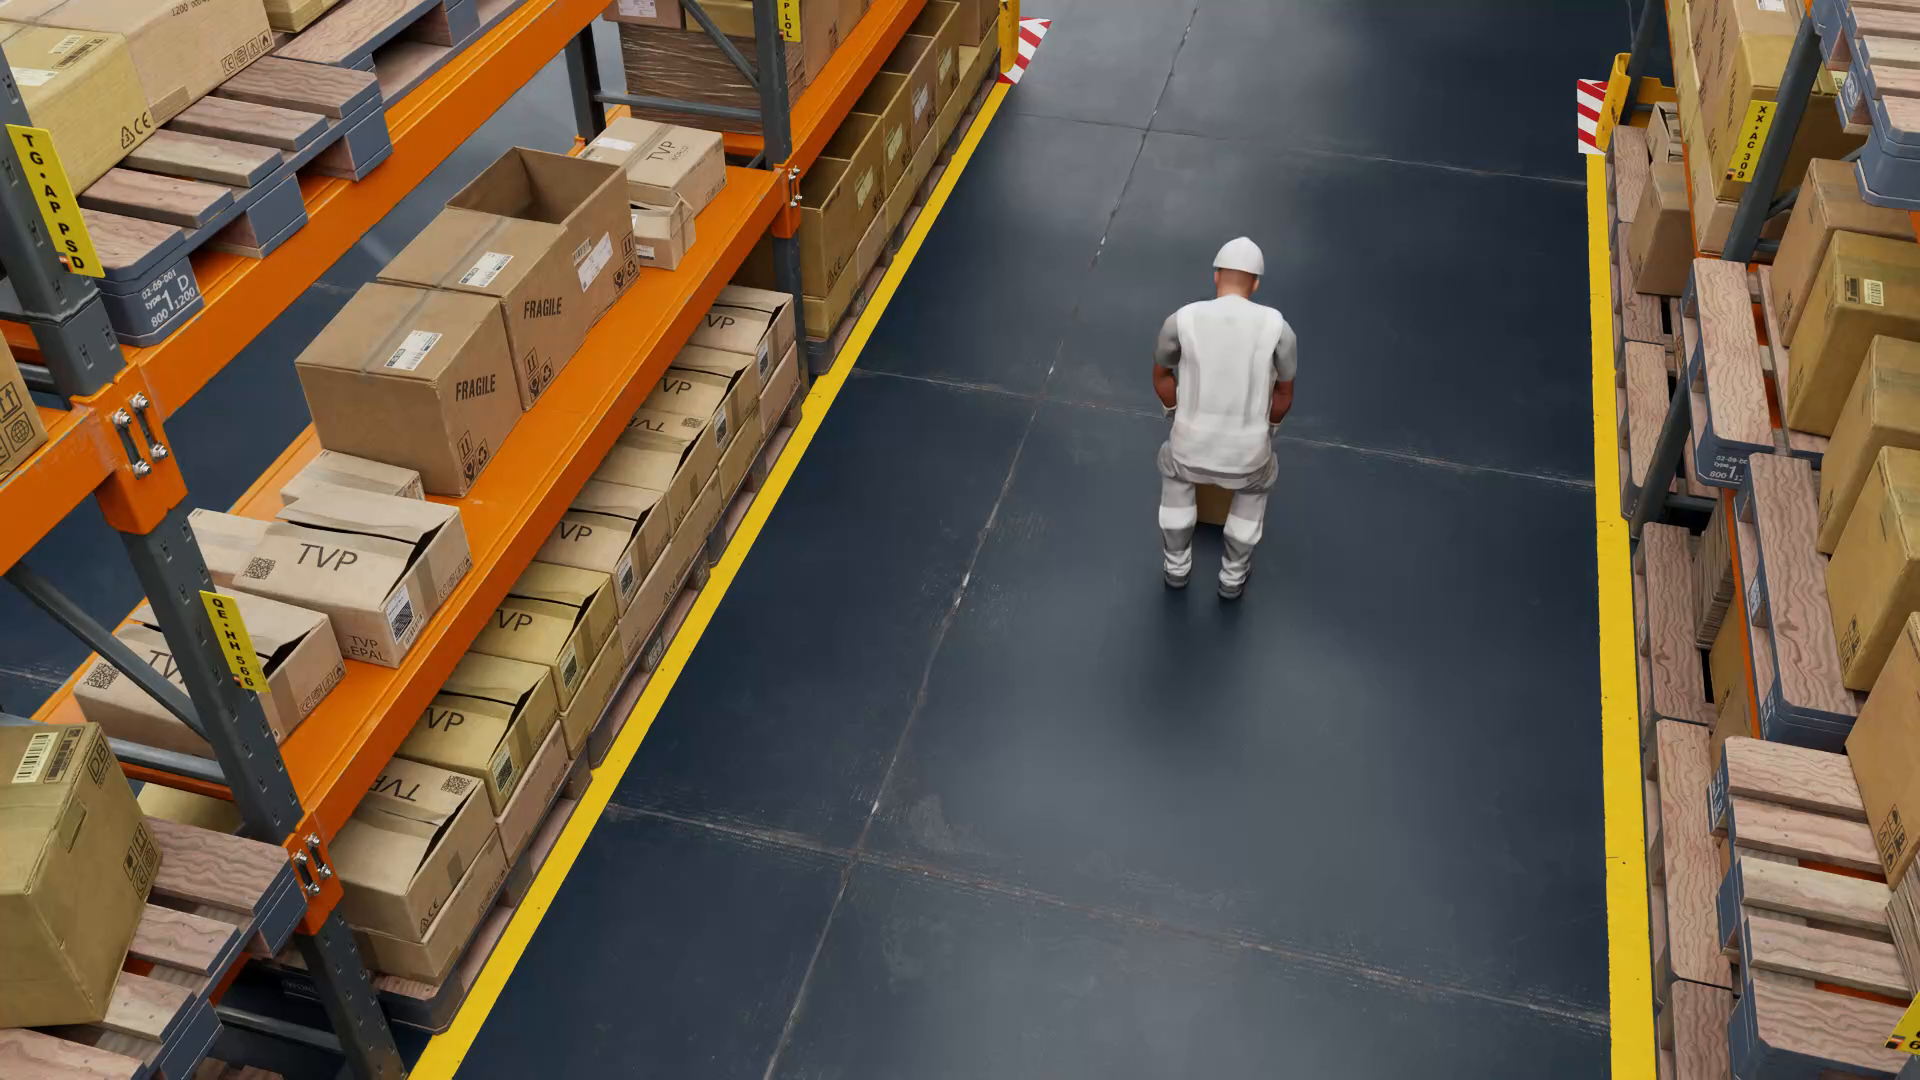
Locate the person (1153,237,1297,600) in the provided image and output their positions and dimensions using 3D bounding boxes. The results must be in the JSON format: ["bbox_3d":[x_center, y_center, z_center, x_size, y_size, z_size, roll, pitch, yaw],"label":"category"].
[{"bbox_3d":[1.058,-0.468,6.885,0.579,1.528,0.690,10,42,12],"label":"person"}]
